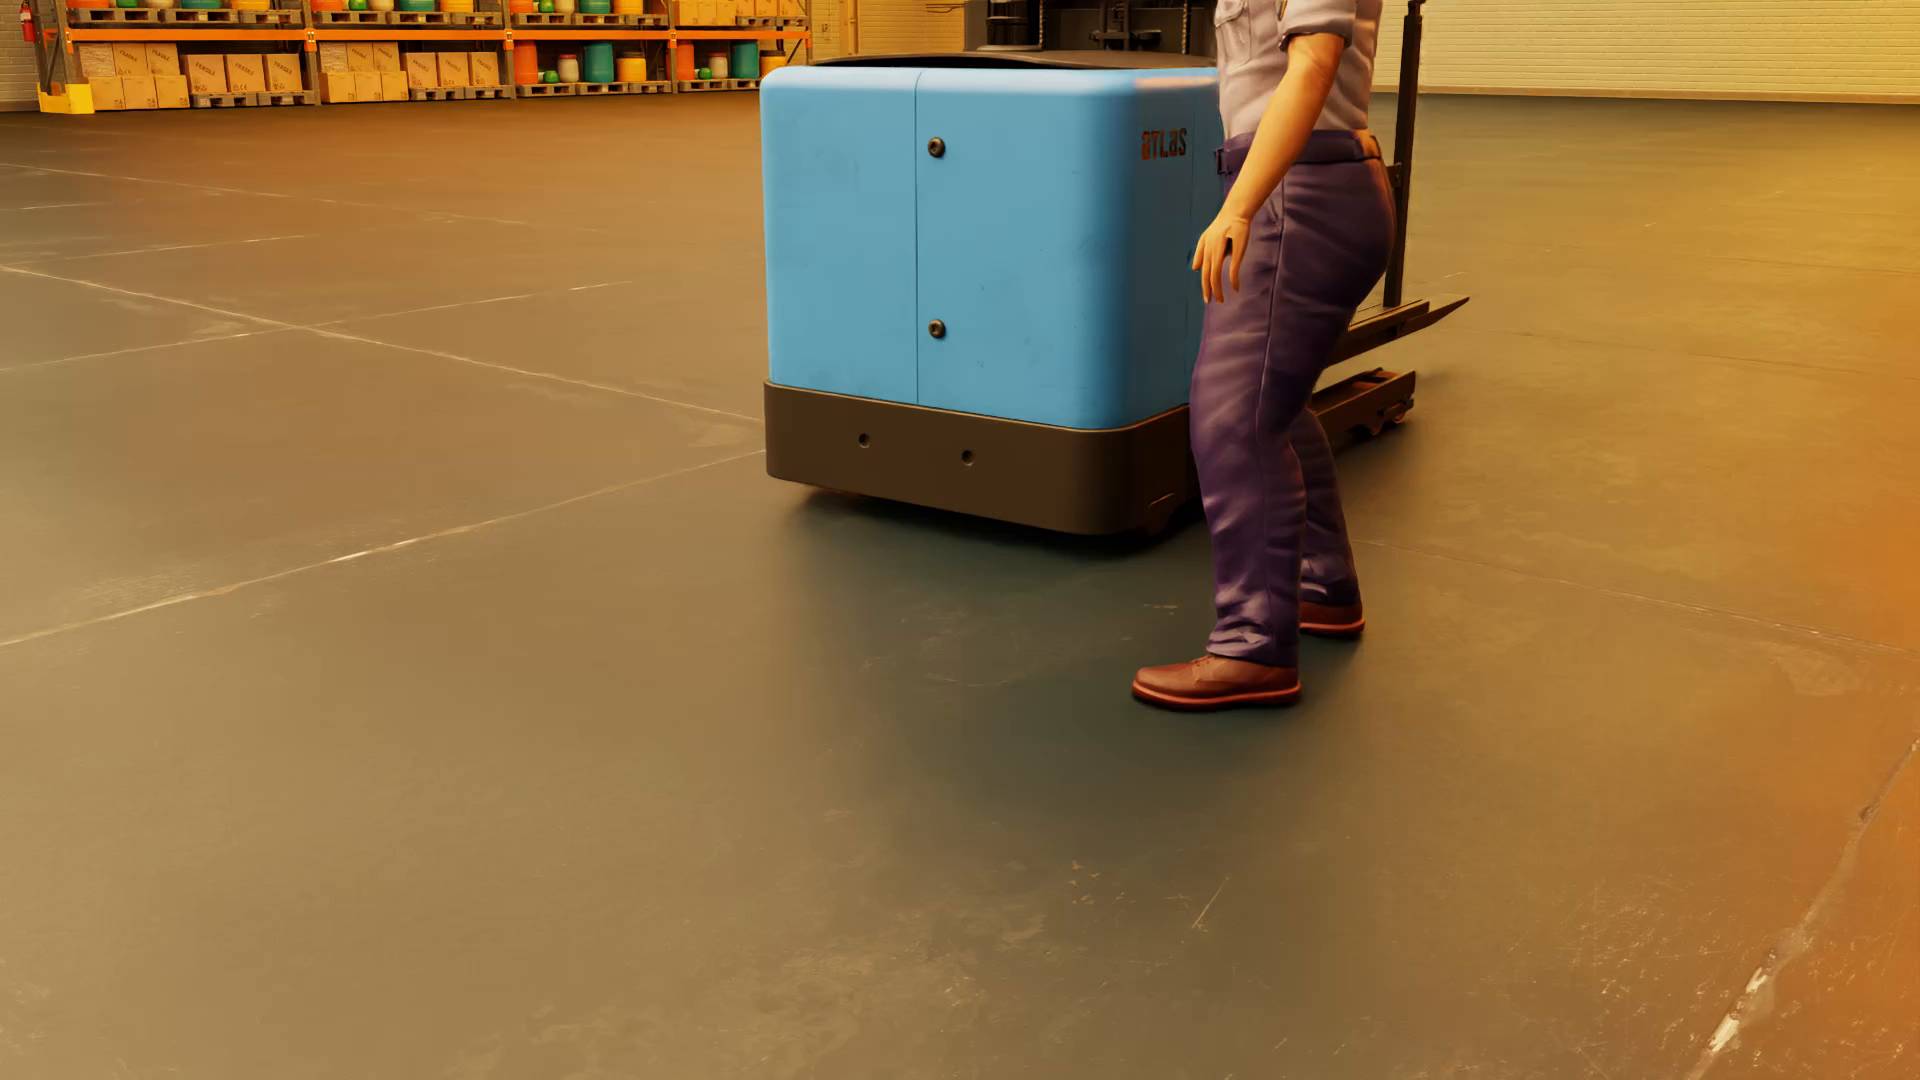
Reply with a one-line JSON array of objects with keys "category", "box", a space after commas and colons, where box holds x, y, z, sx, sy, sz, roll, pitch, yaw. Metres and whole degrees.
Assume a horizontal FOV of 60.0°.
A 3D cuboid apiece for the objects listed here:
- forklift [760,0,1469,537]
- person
[{"category": "forklift", "box": [0.748, -1.780, 4.761, 1.130, 2.935, 3.031, 11, 20, 33]}, {"category": "person", "box": [0.587, -0.567, 3.016, 0.396, 1.628, 0.726, 5, 18, 15]}]
